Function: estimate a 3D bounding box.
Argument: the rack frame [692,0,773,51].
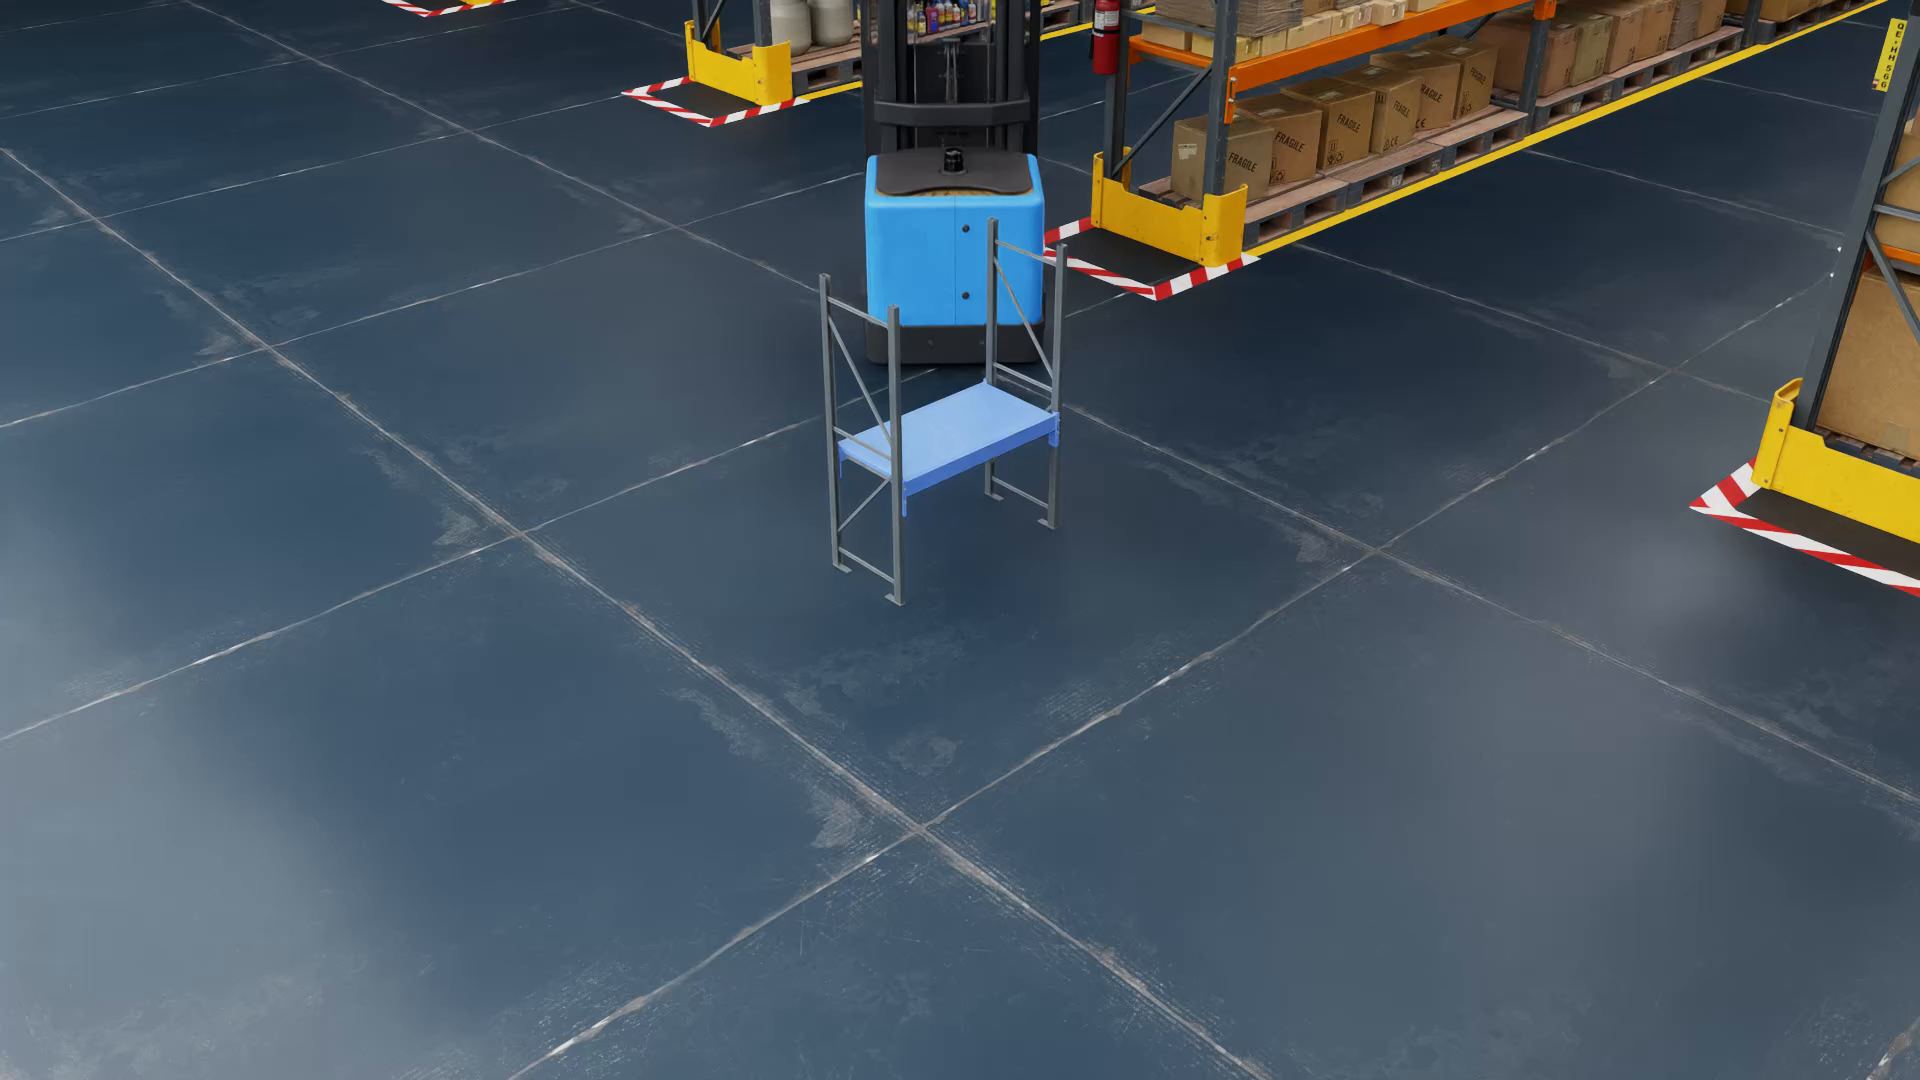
[{"bbox_3d":[-1.985,-5.264,13.984,0.127,3.000,1.000,-26,40,-35],"label":"rack frame"}]

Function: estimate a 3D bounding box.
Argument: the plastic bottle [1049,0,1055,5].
[{"bbox_3d":[0.894,-5.429,16.514,0.097,0.201,0.097,0,31,0],"label":"plastic bottle"}]

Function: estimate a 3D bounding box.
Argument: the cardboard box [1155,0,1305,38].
[{"bbox_3d":[1.805,-3.724,11.083,0.500,0.500,0.875,-26,40,-35],"label":"cardboard box"}]

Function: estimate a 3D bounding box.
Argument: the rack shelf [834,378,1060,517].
[{"bbox_3d":[-0.063,-0.456,7.903,1.000,0.185,0.538,-26,40,-35],"label":"rack shelf"}]

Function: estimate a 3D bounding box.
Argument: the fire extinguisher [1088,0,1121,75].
[{"bbox_3d":[0.986,-3.472,11.127,0.183,0.674,0.296,-26,40,-35],"label":"fire extinguisher"}]

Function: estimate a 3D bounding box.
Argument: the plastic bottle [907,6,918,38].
[{"bbox_3d":[-0.443,-4.812,15.438,0.097,0.271,0.097,0,31,0],"label":"plastic bottle"}]

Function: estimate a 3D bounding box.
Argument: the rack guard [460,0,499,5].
[{"bbox_3d":[-5.367,-6.086,17.723,0.348,0.500,1.175,-26,40,-35],"label":"rack guard"}]

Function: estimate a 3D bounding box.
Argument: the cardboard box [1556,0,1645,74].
[{"bbox_3d":[5.553,-4.480,14.675,0.700,0.500,0.500,25,40,35],"label":"cardboard box"}]

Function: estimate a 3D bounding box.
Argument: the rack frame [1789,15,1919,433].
[{"bbox_3d":[4.681,-1.436,7.724,0.127,3.000,1.000,-26,40,-35],"label":"rack frame"}]

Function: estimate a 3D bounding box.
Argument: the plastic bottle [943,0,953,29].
[{"bbox_3d":[-0.119,-4.969,15.694,0.097,0.271,0.097,0,31,0],"label":"plastic bottle"}]

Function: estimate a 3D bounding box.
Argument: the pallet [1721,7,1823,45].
[{"bbox_3d":[7.879,-5.268,16.663,1.213,0.211,1.003,-26,40,-35],"label":"pallet"}]

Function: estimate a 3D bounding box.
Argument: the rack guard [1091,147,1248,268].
[{"bbox_3d":[1.439,-2.330,11.581,0.348,0.500,1.175,-26,40,-35],"label":"rack guard"}]

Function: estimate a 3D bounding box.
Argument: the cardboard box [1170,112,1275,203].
[{"bbox_3d":[1.852,-2.697,11.780,0.500,0.500,0.500,-18,36,-27],"label":"cardboard box"}]

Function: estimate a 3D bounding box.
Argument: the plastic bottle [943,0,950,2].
[{"bbox_3d":[-0.146,-5.446,16.474,0.097,0.271,0.097,0,31,0],"label":"plastic bottle"}]

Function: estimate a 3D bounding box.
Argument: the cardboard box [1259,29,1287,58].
[{"bbox_3d":[1.950,-3.354,11.100,0.250,0.149,0.380,-26,40,-35],"label":"cardboard box"}]

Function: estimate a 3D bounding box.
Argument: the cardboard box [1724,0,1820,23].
[{"bbox_3d":[7.769,-5.717,16.358,1.225,0.875,0.875,27,41,37],"label":"cardboard box"}]

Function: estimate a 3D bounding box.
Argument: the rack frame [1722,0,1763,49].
[{"bbox_3d":[7.249,-6.207,15.526,0.127,3.000,1.000,-26,40,-35],"label":"rack frame"}]

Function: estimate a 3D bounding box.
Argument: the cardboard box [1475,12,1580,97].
[{"bbox_3d":[4.781,-4.119,14.086,0.700,0.500,0.500,26,40,35],"label":"cardboard box"}]

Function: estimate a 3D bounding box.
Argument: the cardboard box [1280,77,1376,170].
[{"bbox_3d":[2.739,-3.137,12.499,0.500,0.500,0.500,-22,38,-31],"label":"cardboard box"}]

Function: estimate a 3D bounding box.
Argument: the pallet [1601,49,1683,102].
[{"bbox_3d":[5.781,-4.310,15.097,1.213,0.211,1.003,-26,40,-35],"label":"pallet"}]

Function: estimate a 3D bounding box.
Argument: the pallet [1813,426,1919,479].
[{"bbox_3d":[5.214,-0.560,8.964,1.213,0.211,1.003,-26,40,-35],"label":"pallet"}]

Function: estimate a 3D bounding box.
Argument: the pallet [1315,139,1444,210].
[{"bbox_3d":[2.953,-2.912,12.810,1.213,0.211,1.003,-26,40,-35],"label":"pallet"}]

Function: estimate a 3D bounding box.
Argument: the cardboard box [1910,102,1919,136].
[{"bbox_3d":[4.980,-2.078,7.594,0.550,0.550,0.875,-26,40,-35],"label":"cardboard box"}]

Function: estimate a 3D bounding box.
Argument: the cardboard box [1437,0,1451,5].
[{"bbox_3d":[3.408,-4.068,12.268,0.250,0.149,0.380,-26,40,-35],"label":"cardboard box"}]

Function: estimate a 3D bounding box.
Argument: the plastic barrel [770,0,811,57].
[{"bbox_3d":[-1.554,-4.645,14.953,0.421,0.512,0.421,0,31,0],"label":"plastic barrel"}]

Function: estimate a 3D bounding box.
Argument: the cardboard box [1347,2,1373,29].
[{"bbox_3d":[2.666,-3.718,11.696,0.250,0.149,0.380,-26,40,-35],"label":"cardboard box"}]

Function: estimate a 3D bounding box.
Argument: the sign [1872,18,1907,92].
[{"bbox_3d":[4.323,-2.244,7.707,0.005,0.325,0.100,-26,40,-35],"label":"sign"}]

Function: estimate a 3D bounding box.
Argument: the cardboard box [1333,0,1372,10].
[{"bbox_3d":[2.486,-4.108,11.712,0.500,0.500,0.875,-26,40,-35],"label":"cardboard box"}]

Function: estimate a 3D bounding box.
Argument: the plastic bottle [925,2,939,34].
[{"bbox_3d":[-0.265,-4.890,15.554,0.133,0.283,0.061,-25,39,-35],"label":"plastic bottle"}]

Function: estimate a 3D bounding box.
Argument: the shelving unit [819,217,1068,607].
[{"bbox_3d":[-0.063,-0.610,7.809,1.048,1.500,0.538,-26,40,-35],"label":"shelving unit"}]

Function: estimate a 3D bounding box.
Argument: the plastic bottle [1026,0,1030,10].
[{"bbox_3d":[0.672,-5.402,16.326,0.185,0.351,0.144,-27,41,-37],"label":"plastic bottle"}]

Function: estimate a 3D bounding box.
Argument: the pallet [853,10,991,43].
[{"bbox_3d":[-0.467,-4.836,15.957,1.213,0.211,1.003,-26,40,-35],"label":"pallet"}]

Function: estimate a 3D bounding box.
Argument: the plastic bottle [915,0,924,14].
[{"bbox_3d":[-0.398,-5.235,16.197,0.097,0.201,0.097,0,31,0],"label":"plastic bottle"}]

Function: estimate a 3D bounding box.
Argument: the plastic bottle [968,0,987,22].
[{"bbox_3d":[0.173,-5.131,15.956,0.135,0.276,0.152,-25,39,-35],"label":"plastic bottle"}]

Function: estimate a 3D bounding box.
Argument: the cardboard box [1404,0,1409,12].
[{"bbox_3d":[3.013,-3.907,12.004,0.250,0.149,0.380,-26,40,-35],"label":"cardboard box"}]

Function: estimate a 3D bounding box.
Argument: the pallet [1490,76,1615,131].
[{"bbox_3d":[4.886,-3.876,14.386,1.213,0.211,1.003,-26,40,-35],"label":"pallet"}]

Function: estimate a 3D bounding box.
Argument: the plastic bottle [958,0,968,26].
[{"bbox_3d":[0.030,-5.041,15.812,0.097,0.271,0.097,0,31,0],"label":"plastic bottle"}]

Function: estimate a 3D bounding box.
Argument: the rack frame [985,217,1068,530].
[{"bbox_3d":[0.310,-0.790,8.104,0.032,1.500,0.500,-26,40,-35],"label":"rack frame"}]

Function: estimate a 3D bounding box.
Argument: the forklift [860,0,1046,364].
[{"bbox_3d":[-0.065,-3.022,10.383,1.130,2.935,3.031,-1,31,-1],"label":"forklift"}]

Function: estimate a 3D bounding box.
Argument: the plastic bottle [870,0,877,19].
[{"bbox_3d":[-0.863,-5.161,15.996,0.133,0.283,0.061,-25,39,-34],"label":"plastic bottle"}]

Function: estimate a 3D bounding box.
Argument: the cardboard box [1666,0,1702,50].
[{"bbox_3d":[6.373,-4.882,15.332,0.700,0.500,0.500,25,40,35],"label":"cardboard box"}]

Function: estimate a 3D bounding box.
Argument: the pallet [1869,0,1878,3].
[{"bbox_3d":[9.668,-6.134,18.079,1.213,0.211,1.003,-26,40,-35],"label":"pallet"}]

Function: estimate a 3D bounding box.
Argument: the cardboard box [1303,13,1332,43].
[{"bbox_3d":[2.313,-3.533,11.394,0.250,0.149,0.380,-26,40,-35],"label":"cardboard box"}]

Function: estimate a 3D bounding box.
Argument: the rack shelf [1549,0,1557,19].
[{"bbox_3d":[5.783,-5.191,14.553,4.000,0.370,1.077,-26,40,-35],"label":"rack shelf"}]

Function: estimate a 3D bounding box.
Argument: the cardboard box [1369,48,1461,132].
[{"bbox_3d":[3.581,-3.569,13.204,0.500,0.500,0.500,-13,34,-21],"label":"cardboard box"}]
